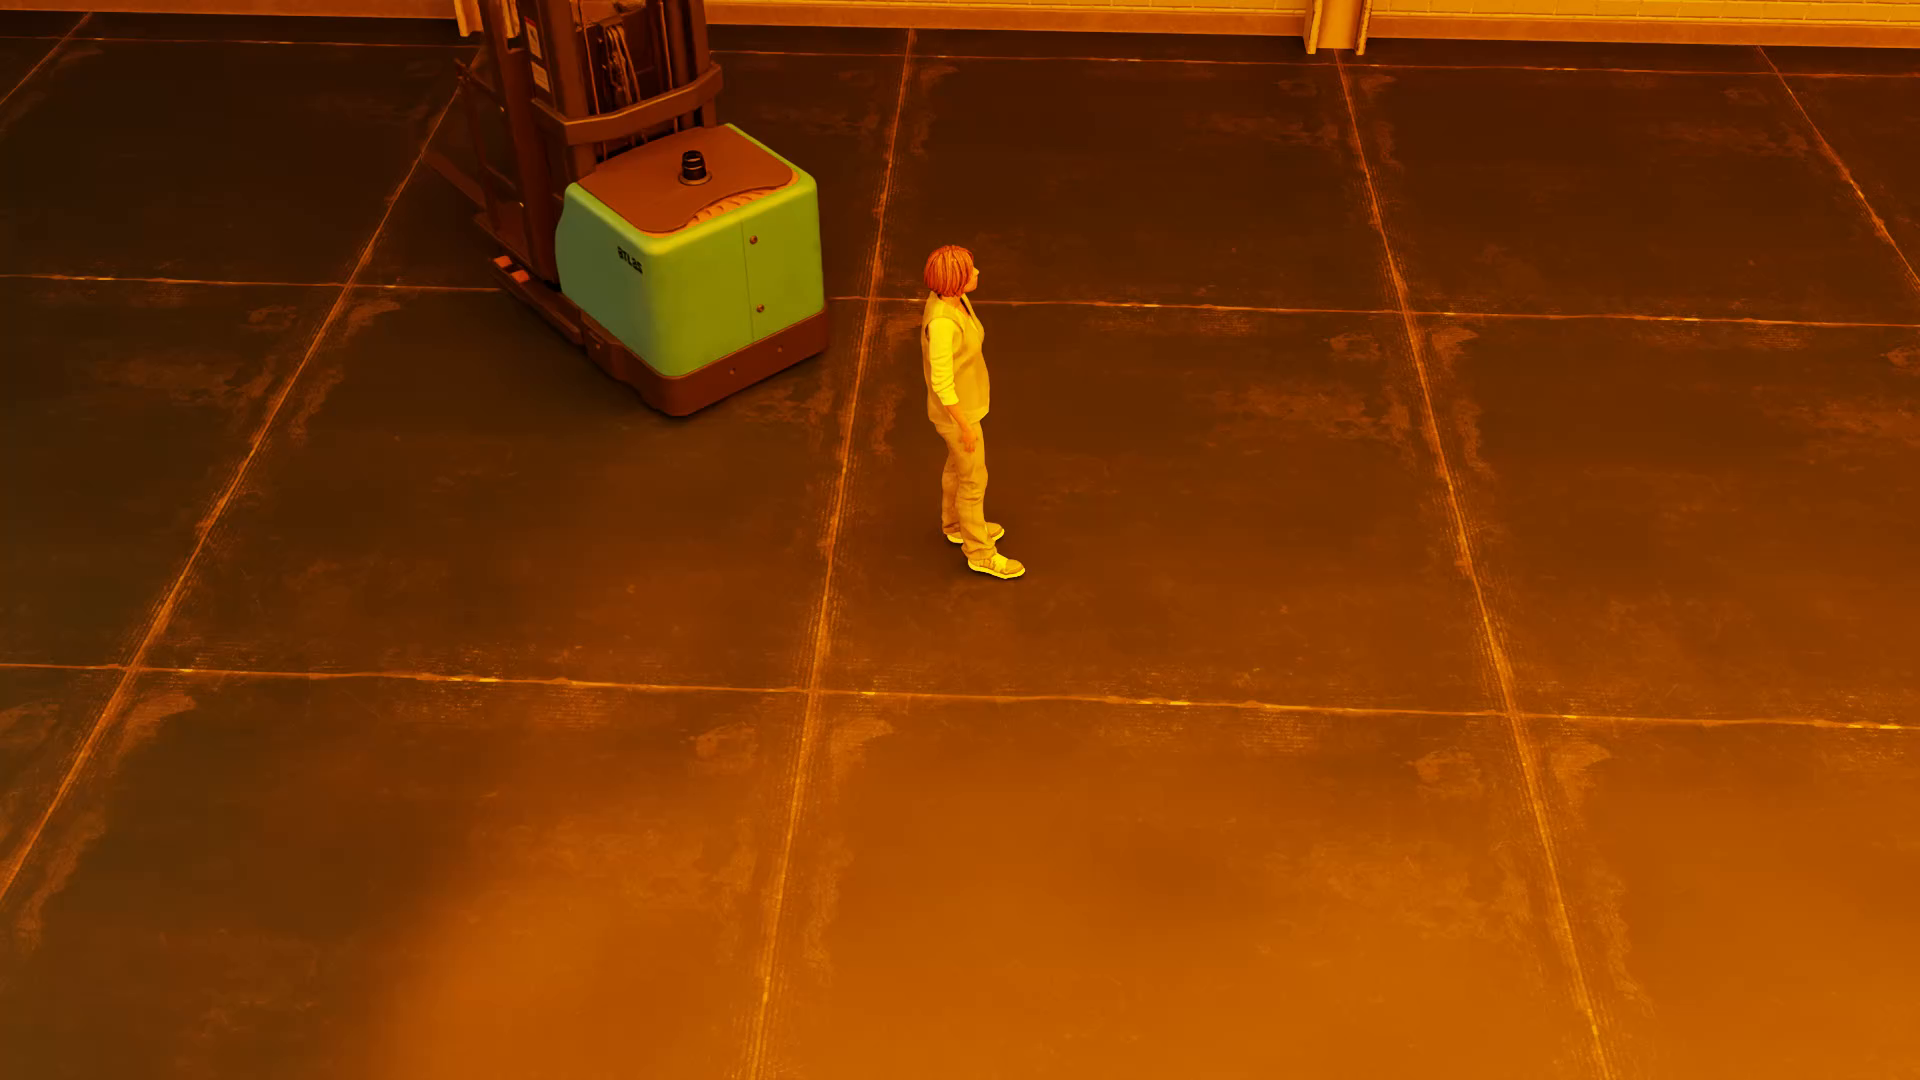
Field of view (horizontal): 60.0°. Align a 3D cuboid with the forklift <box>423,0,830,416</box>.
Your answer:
[{"bbox_3d":[-2.041,-2.637,8.631,1.130,2.935,3.031,-30,50,-29],"label":"forklift"}]

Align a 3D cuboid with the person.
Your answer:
[{"bbox_3d":[0.073,-0.584,7.360,0.475,1.596,0.521,2,42,2],"label":"person"}]
